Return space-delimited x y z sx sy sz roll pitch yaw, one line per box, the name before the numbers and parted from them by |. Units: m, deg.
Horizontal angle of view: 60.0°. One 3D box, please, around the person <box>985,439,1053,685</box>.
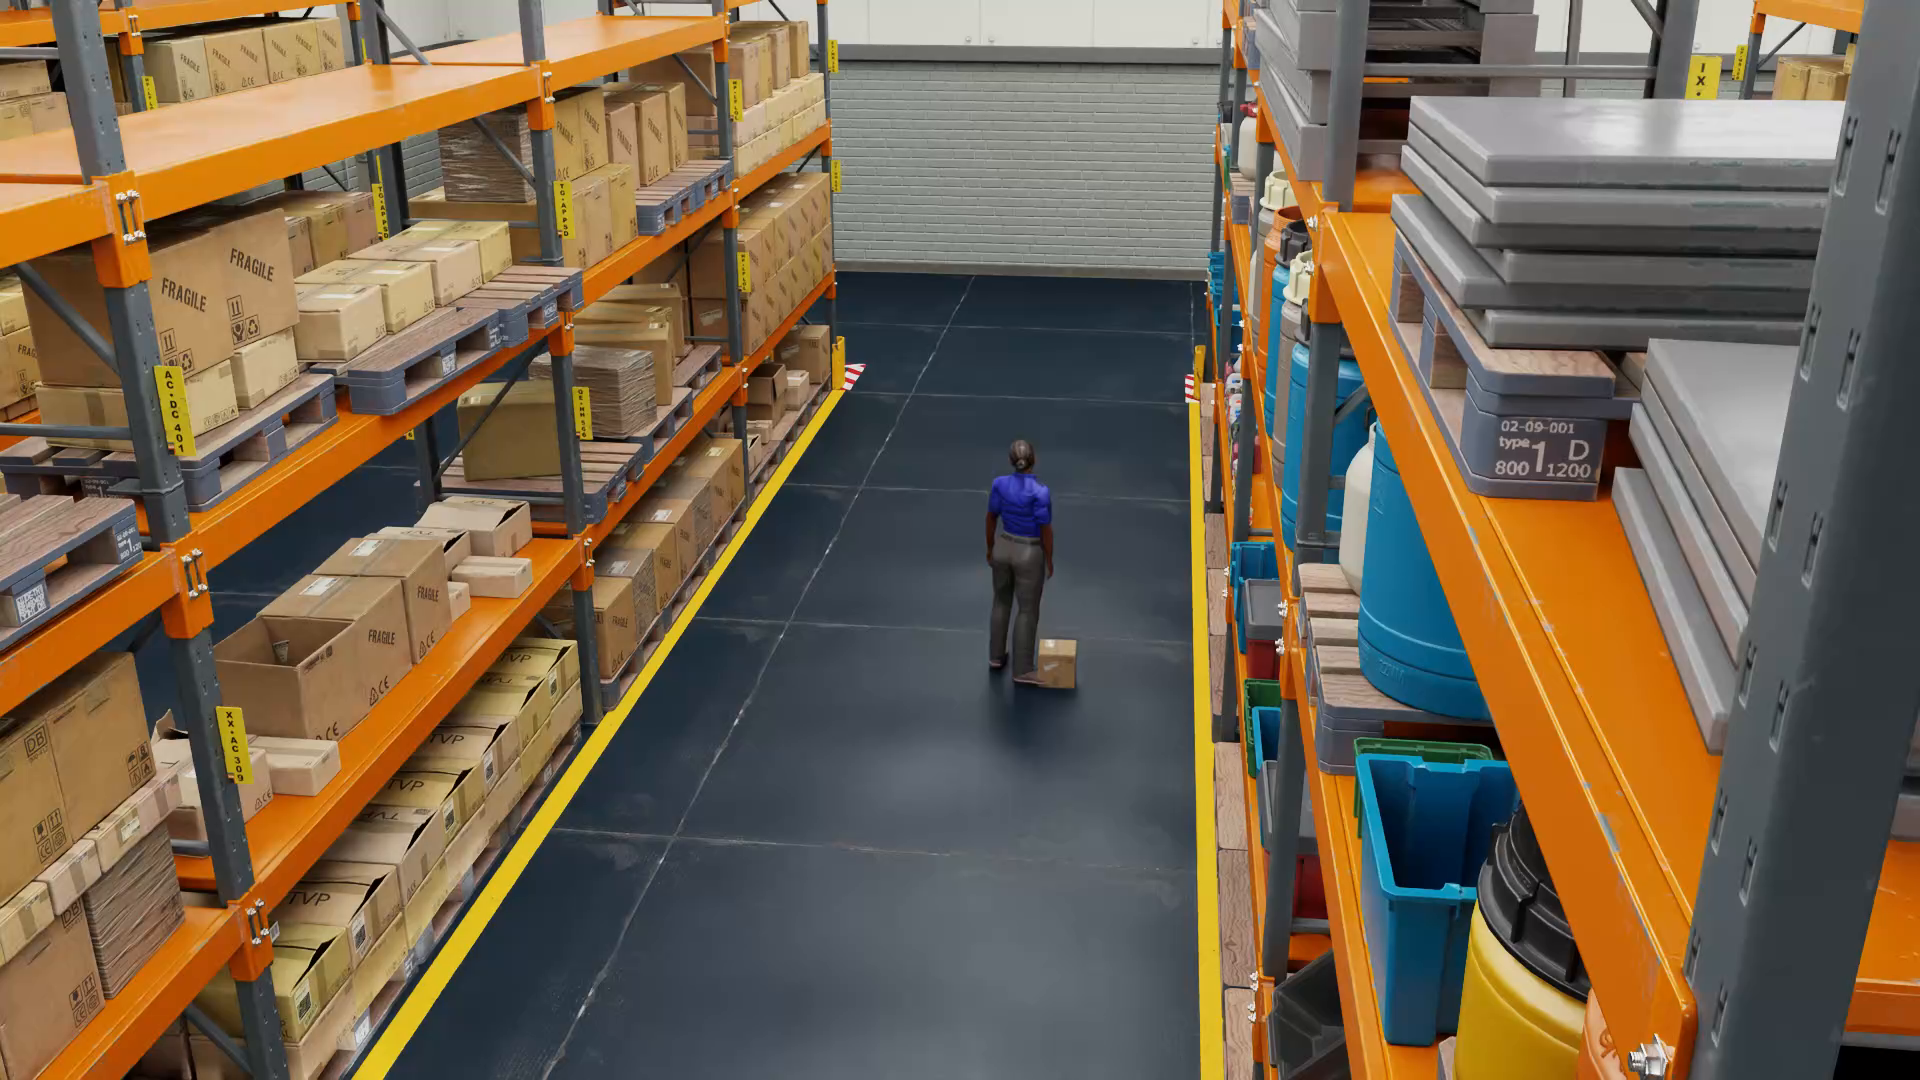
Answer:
person | 0.406 0.126 11.100 0.574 1.661 0.405 14 25 31
